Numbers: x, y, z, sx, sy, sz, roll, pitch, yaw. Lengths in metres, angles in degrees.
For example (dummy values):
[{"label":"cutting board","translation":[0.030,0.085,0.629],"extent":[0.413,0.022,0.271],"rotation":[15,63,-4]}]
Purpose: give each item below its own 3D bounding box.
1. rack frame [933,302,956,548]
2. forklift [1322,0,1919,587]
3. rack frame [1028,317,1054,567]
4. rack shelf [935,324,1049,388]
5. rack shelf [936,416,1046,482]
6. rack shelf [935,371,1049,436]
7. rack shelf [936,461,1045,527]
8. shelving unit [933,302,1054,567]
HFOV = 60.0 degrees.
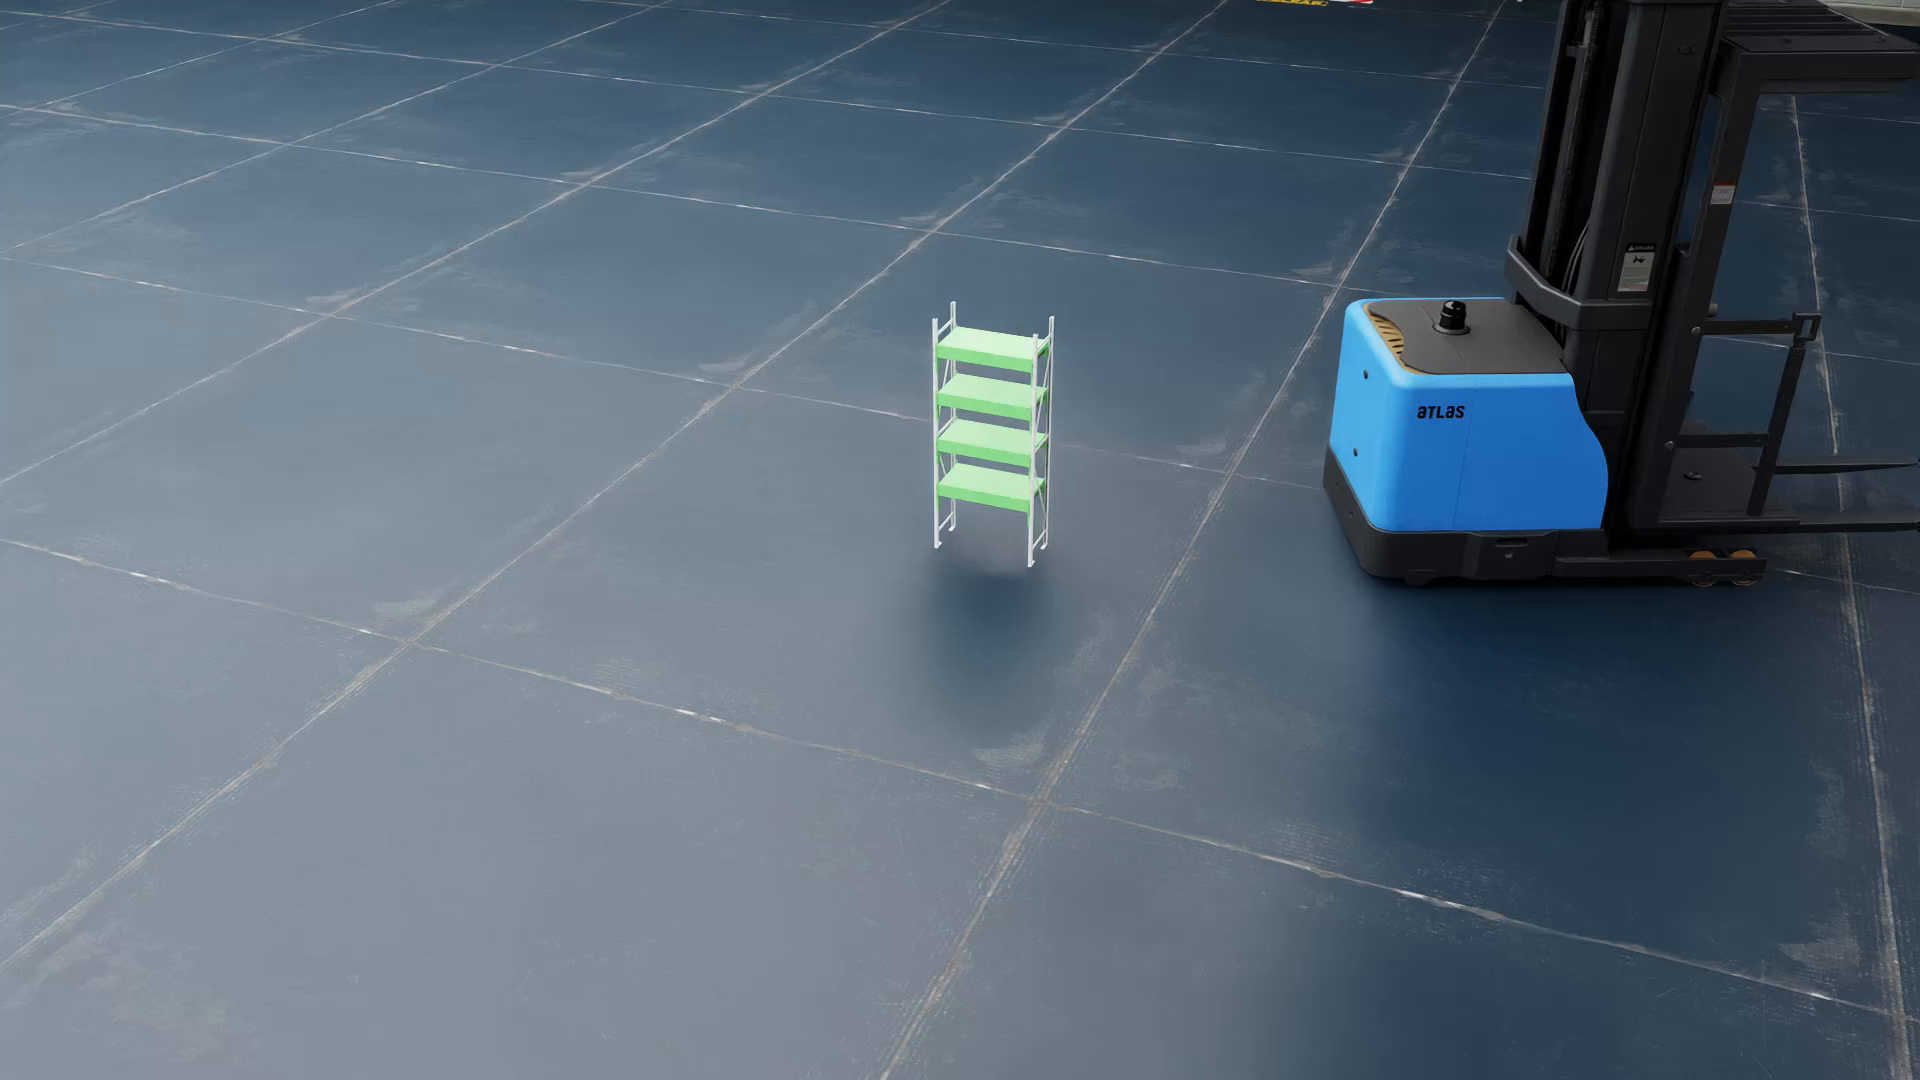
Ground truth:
[{"label":"rack frame","translation":[-0.073,-0.537,7.980],"extent":[0.015,1.200,0.240],"rotation":[11,31,19]},{"label":"forklift","translation":[3.405,-1.316,7.600],"extent":[3.031,2.935,1.130],"rotation":[-1,29,-2]},{"label":"rack frame","translation":[0.379,-0.447,7.821],"extent":[0.015,1.200,0.240],"rotation":[11,31,19]},{"label":"rack shelf","translation":[0.153,-0.854,7.696],"extent":[0.480,0.148,0.258],"rotation":[11,31,19]},{"label":"rack shelf","translation":[0.153,-0.436,7.932],"extent":[0.480,0.148,0.258],"rotation":[11,31,19]},{"label":"rack shelf","translation":[0.153,-0.645,7.814],"extent":[0.480,0.148,0.258],"rotation":[11,31,19]},{"label":"rack shelf","translation":[0.153,-0.227,8.050],"extent":[0.480,0.148,0.258],"rotation":[11,31,19]},{"label":"shelving unit","translation":[0.153,-0.492,7.901],"extent":[0.503,1.200,0.258],"rotation":[11,31,19]}]
